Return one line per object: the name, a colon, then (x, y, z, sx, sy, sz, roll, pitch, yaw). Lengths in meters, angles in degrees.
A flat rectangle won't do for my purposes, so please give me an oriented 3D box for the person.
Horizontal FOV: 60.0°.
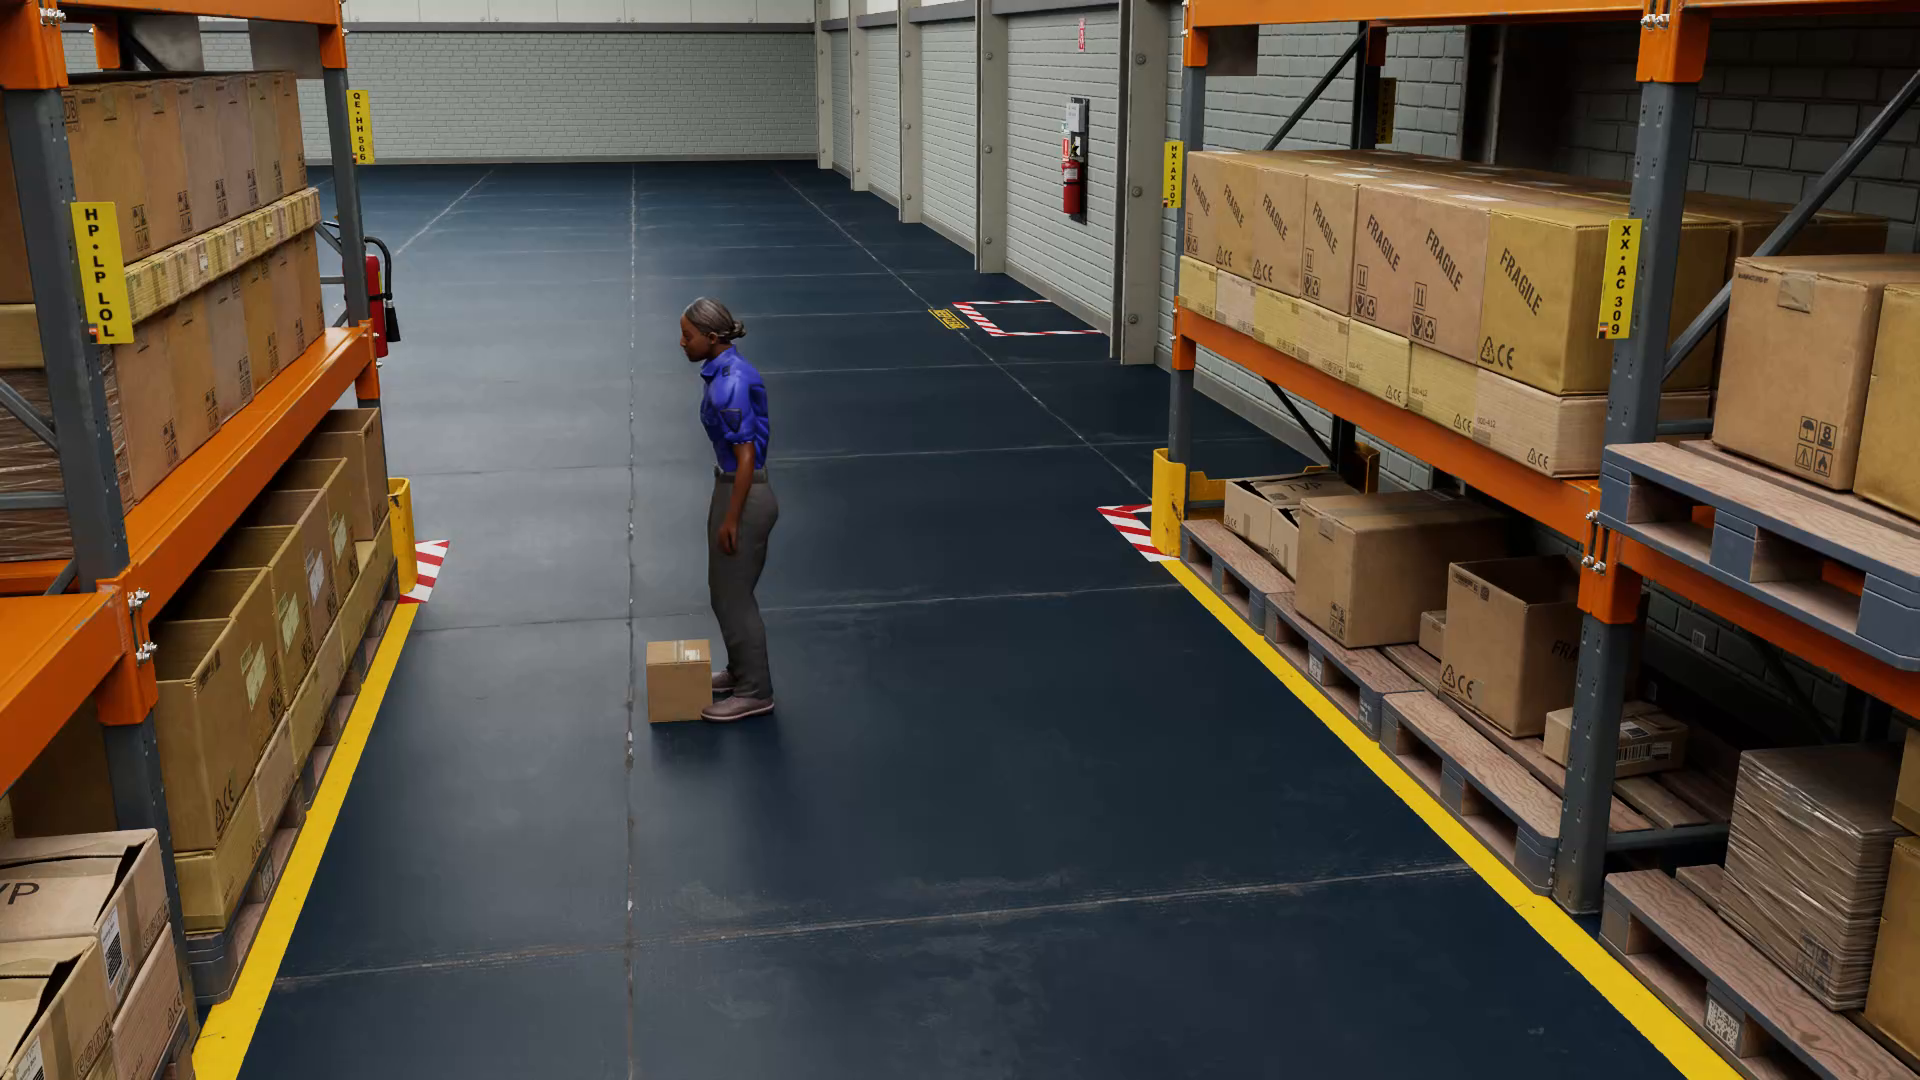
person: (-0.889, -0.130, 6.487, 0.350, 1.654, 0.503, -3, 17, -10)
